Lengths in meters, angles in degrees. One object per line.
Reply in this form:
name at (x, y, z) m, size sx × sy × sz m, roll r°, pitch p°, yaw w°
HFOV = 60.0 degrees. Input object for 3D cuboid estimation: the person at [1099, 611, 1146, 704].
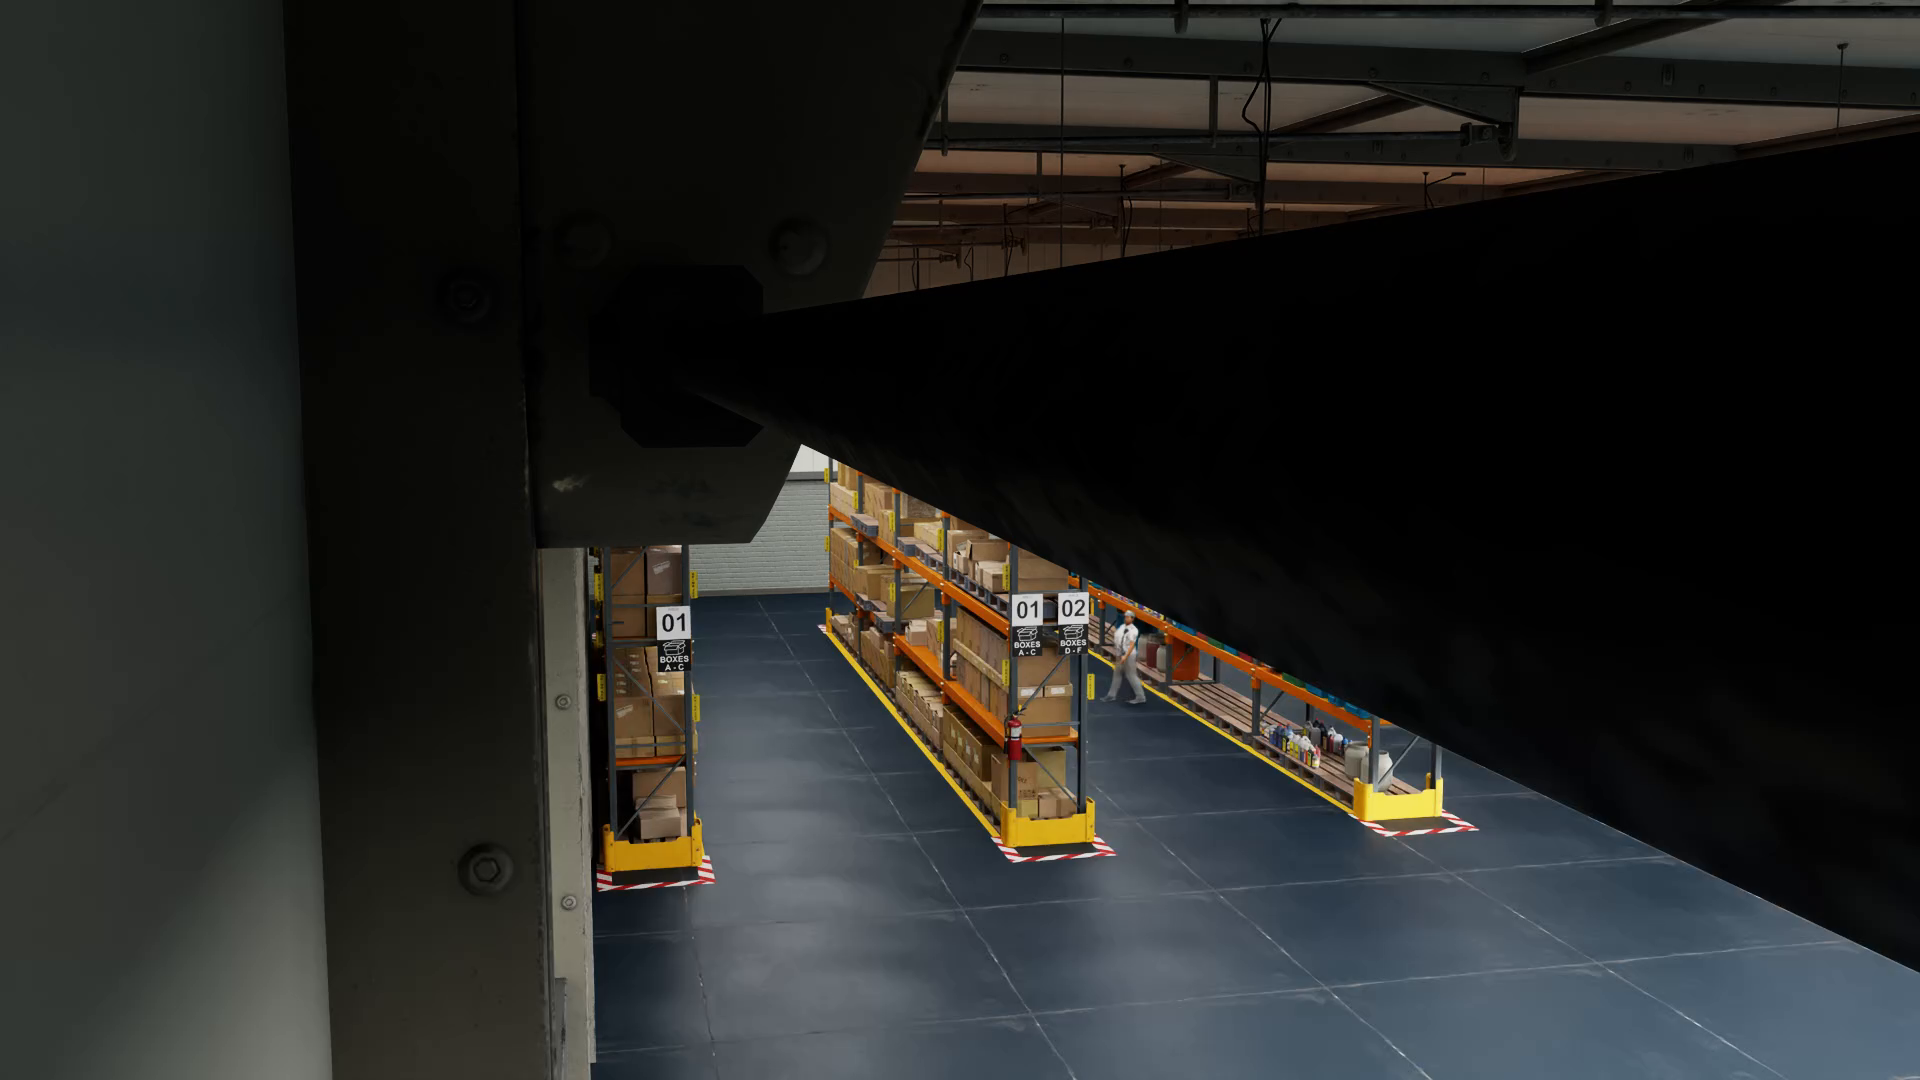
person at (2.850, 2.070, 29.132) m, size 0.834 × 1.642 × 0.691 m, roll 1°, pitch 7°, yaw 8°
